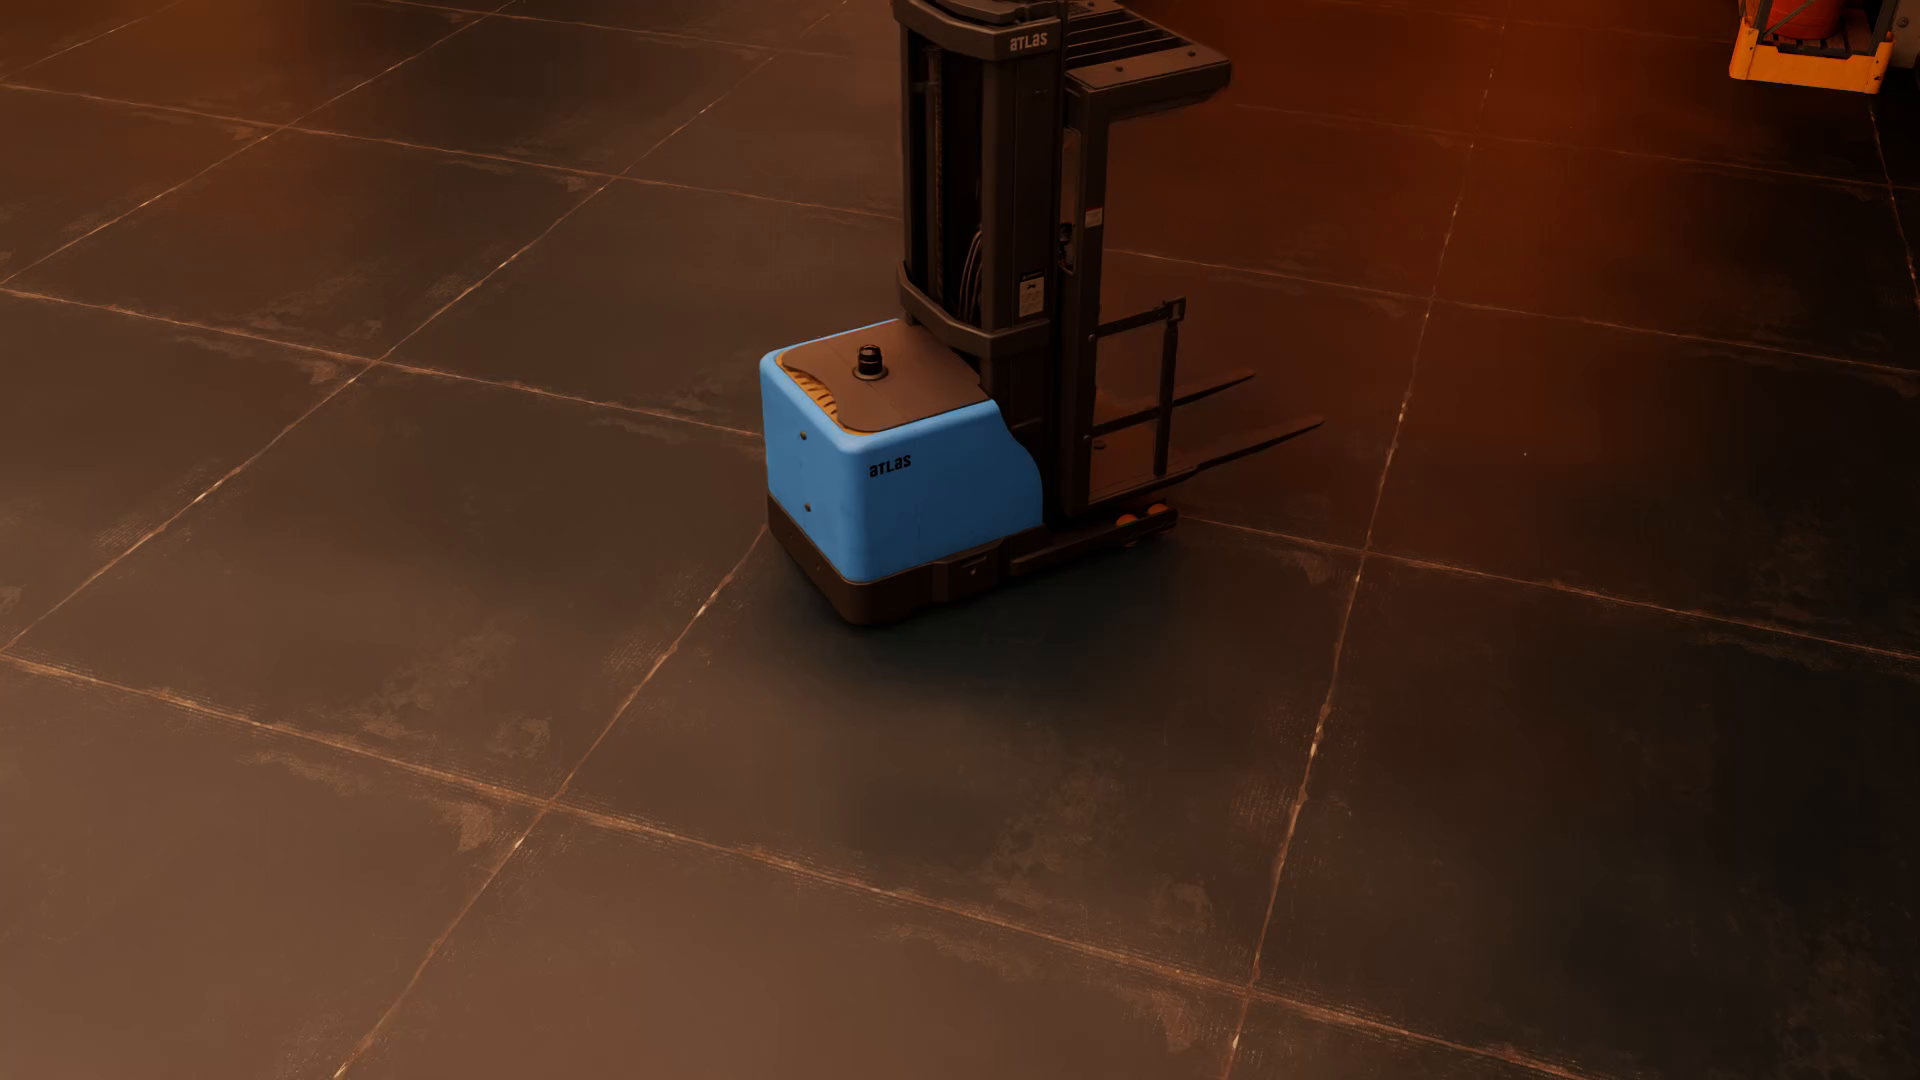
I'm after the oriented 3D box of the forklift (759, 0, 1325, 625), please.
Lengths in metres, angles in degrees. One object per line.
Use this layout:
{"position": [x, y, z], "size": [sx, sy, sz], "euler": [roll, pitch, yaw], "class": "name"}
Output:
{"position": [0.544, -1.408, 8.097], "size": [3.031, 2.935, 1.130], "euler": [-18, 39, -24], "class": "forklift"}
